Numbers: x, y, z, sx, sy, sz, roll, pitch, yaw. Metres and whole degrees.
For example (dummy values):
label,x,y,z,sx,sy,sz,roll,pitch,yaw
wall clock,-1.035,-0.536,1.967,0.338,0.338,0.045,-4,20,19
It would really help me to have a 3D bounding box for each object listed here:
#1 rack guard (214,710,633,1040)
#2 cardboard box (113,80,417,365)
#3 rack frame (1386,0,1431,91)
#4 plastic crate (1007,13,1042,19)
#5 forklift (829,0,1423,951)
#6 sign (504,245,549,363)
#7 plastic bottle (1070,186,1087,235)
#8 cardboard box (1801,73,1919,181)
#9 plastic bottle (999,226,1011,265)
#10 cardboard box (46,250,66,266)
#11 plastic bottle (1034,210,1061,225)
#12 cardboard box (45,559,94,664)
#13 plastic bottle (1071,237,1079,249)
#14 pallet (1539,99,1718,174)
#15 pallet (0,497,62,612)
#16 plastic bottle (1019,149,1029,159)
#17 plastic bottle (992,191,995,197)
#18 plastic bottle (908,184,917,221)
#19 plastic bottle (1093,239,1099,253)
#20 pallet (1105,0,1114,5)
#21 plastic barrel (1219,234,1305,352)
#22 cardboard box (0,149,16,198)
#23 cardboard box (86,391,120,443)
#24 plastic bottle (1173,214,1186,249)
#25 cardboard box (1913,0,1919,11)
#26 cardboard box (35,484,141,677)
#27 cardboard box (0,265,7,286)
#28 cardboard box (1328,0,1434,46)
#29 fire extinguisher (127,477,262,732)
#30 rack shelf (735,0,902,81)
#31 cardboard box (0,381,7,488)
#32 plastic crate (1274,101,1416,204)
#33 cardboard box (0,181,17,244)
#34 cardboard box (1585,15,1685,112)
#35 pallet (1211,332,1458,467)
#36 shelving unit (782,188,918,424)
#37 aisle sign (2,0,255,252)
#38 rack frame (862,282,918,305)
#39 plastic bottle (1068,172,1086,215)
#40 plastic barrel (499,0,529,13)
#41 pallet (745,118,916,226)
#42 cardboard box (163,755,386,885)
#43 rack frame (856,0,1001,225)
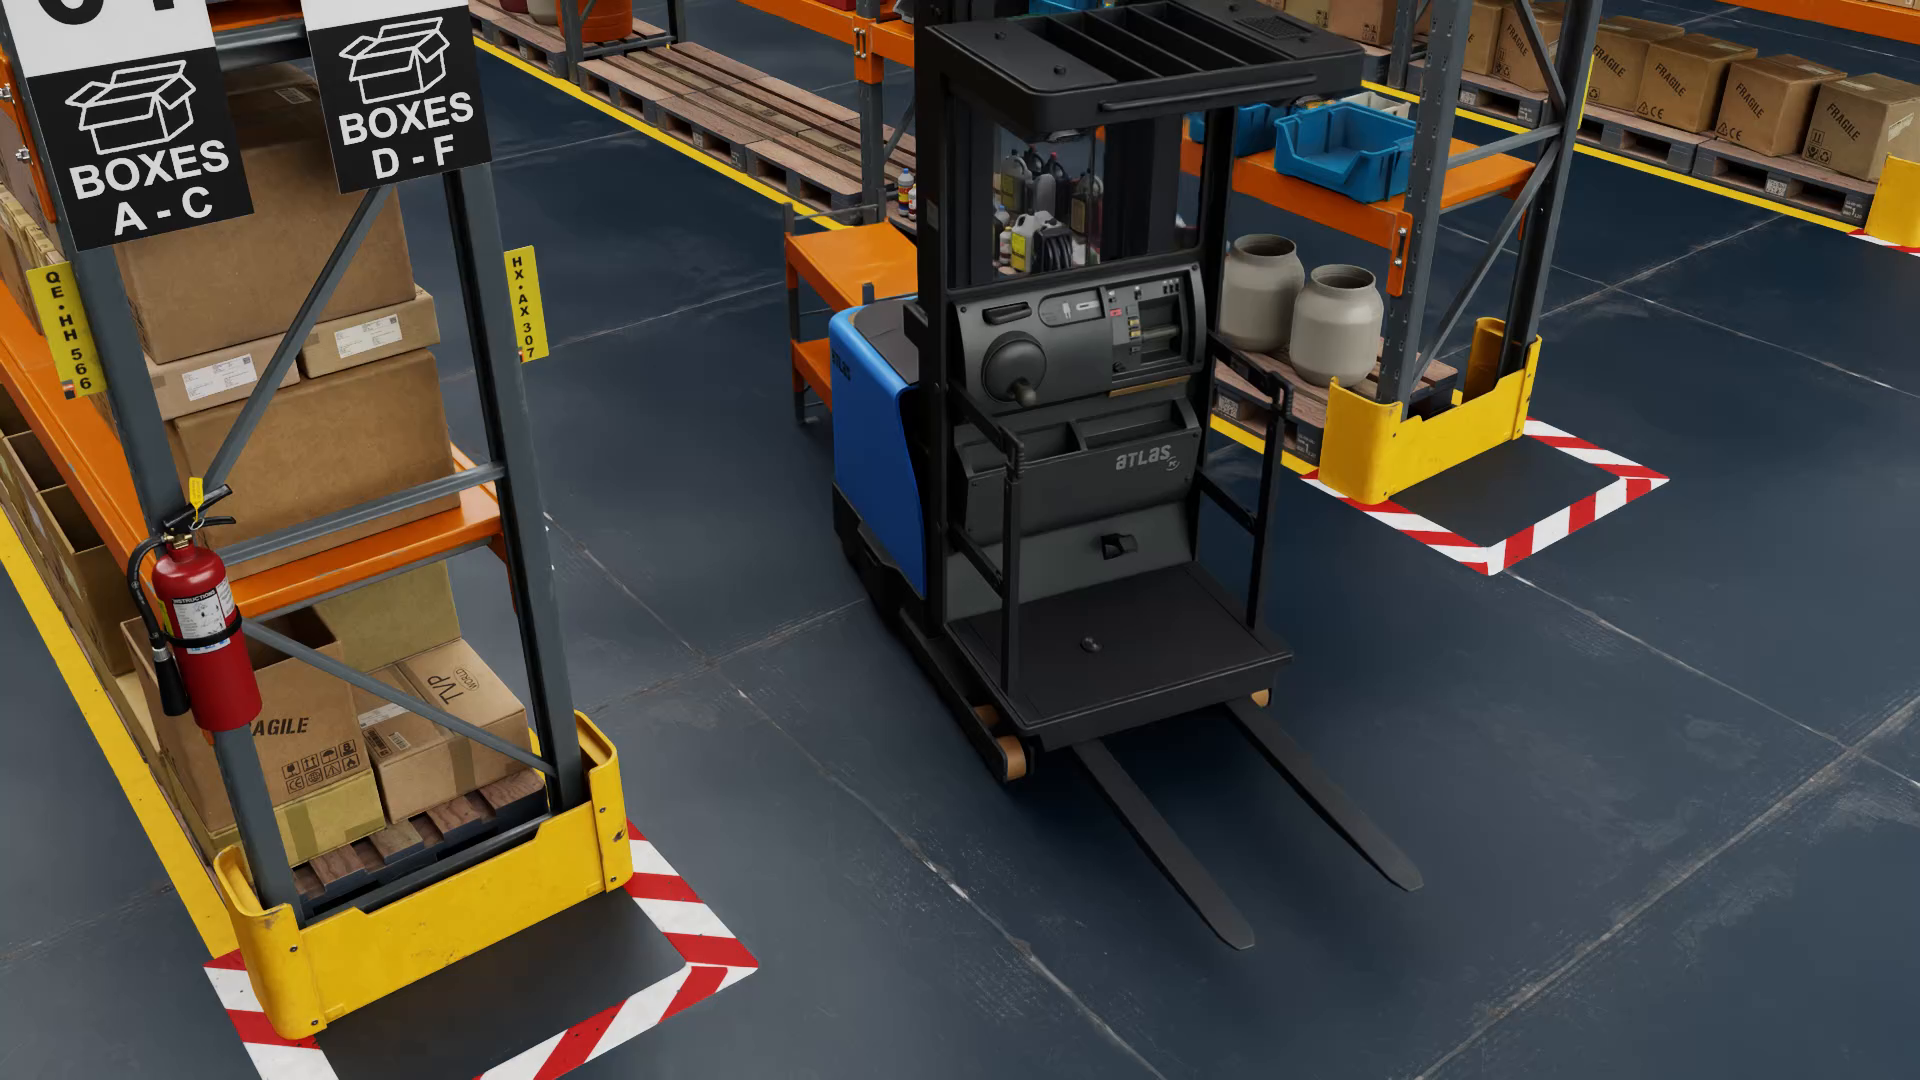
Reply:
label,x,y,z,sx,sy,sz,roll,pitch,yaw
rack guard,-1.618,1.010,5.150,1.175,0.500,0.348,-22,38,-31
cardboard box,-1.941,-0.876,4.493,0.700,0.500,0.500,-22,38,-31
rack frame,3.742,-4.932,12.348,1.000,3.000,0.127,-22,38,-31
plastic crate,0.439,-2.583,8.766,0.450,0.188,0.662,-22,38,-31
forklift,0.512,-0.651,5.521,1.130,2.935,3.031,-13,34,-20
sign,-1.191,-0.640,4.542,0.100,0.325,0.005,-22,38,-31
plastic bottle,0.703,-1.929,9.670,0.061,0.283,0.133,-22,38,-31
cardboard box,5.825,-2.647,10.640,0.500,0.500,0.500,-15,35,-23
plastic bottle,0.268,-1.653,9.304,0.097,0.201,0.097,0,32,0
cardboard box,-2.488,-0.798,4.982,0.380,0.149,0.250,-22,38,-31
plastic bottle,0.475,-1.691,9.295,0.152,0.276,0.135,-22,38,-31
cardboard box,-3.124,0.179,6.327,0.500,0.250,0.500,-22,38,-31
plastic bottle,0.592,-1.488,8.967,0.152,0.276,0.135,-23,39,-33
pallet,4.934,-2.970,11.832,1.003,0.211,1.213,-22,38,-31
pallet,-3.631,-0.199,7.370,1.003,0.211,1.213,-22,38,-31
plastic bottle,0.385,-2.269,10.218,0.061,0.283,0.133,-20,37,-29
plastic bottle,0.111,-1.967,9.668,0.144,0.351,0.185,-22,38,-31
plastic bottle,-0.259,-2.011,9.880,0.097,0.201,0.097,0,32,0
plastic bottle,0.761,-1.468,8.928,0.061,0.283,0.133,-22,38,-31
pallet,1.767,-5.088,15.243,1.003,0.211,1.213,-22,38,-31
plastic barrel,1.511,-1.243,8.368,0.421,0.512,0.421,0,32,0
cardboard box,-2.885,-1.512,5.517,0.700,0.500,0.500,-22,38,-31
cardboard box,-2.535,-0.729,5.486,0.700,0.500,0.500,-22,38,-31
plastic bottle,1.207,-1.690,9.297,0.097,0.271,0.097,0,32,0
cardboard box,5.857,-3.210,9.814,0.380,0.149,0.250,-22,38,-31
cardboard box,-2.821,0.070,5.791,0.500,0.500,0.500,-22,38,-31
cardboard box,-3.480,-1.370,6.519,0.700,0.500,0.500,-23,38,-32
cardboard box,3.382,-4.320,13.315,0.700,0.500,0.500,-26,40,-35
fire extinguisher,-1.927,0.171,4.205,0.296,0.674,0.183,-22,38,-31
rack shelf,-1.397,-3.858,11.300,1.077,0.370,4.000,-22,38,-31
cardboard box,-3.736,-0.557,6.801,0.500,0.500,0.500,-22,38,-31
plastic crate,1.739,-1.711,7.303,0.499,0.251,0.616,-22,38,-31
cardboard box,-2.970,-1.123,5.505,0.380,0.149,0.250,-23,38,-32
cardboard box,4.756,-3.399,11.851,0.500,0.500,0.500,-26,40,-35
pallet,1.705,-0.835,8.394,1.003,0.211,1.213,-22,38,-31
shelving unit,-0.373,-0.863,7.573,0.538,1.125,1.048,-13,34,-20
aisle sign,-1.824,-1.044,3.623,0.394,0.787,0.004,-22,38,-31
rack frame,-0.167,-0.617,7.178,0.500,1.125,0.032,-13,34,-20
plastic bottle,0.703,-2.053,9.870,0.061,0.283,0.133,-20,37,-28
plastic barrel,-3.629,-4.820,14.055,0.600,0.588,0.708,-22,38,-31
pallet,-0.683,-2.460,11.010,1.003,0.211,1.213,-22,38,-31
cardboard box,-2.195,0.800,5.327,0.500,0.250,0.500,-22,38,-31
rack frame,-0.170,-3.330,9.768,1.000,3.000,0.127,-22,38,-31
